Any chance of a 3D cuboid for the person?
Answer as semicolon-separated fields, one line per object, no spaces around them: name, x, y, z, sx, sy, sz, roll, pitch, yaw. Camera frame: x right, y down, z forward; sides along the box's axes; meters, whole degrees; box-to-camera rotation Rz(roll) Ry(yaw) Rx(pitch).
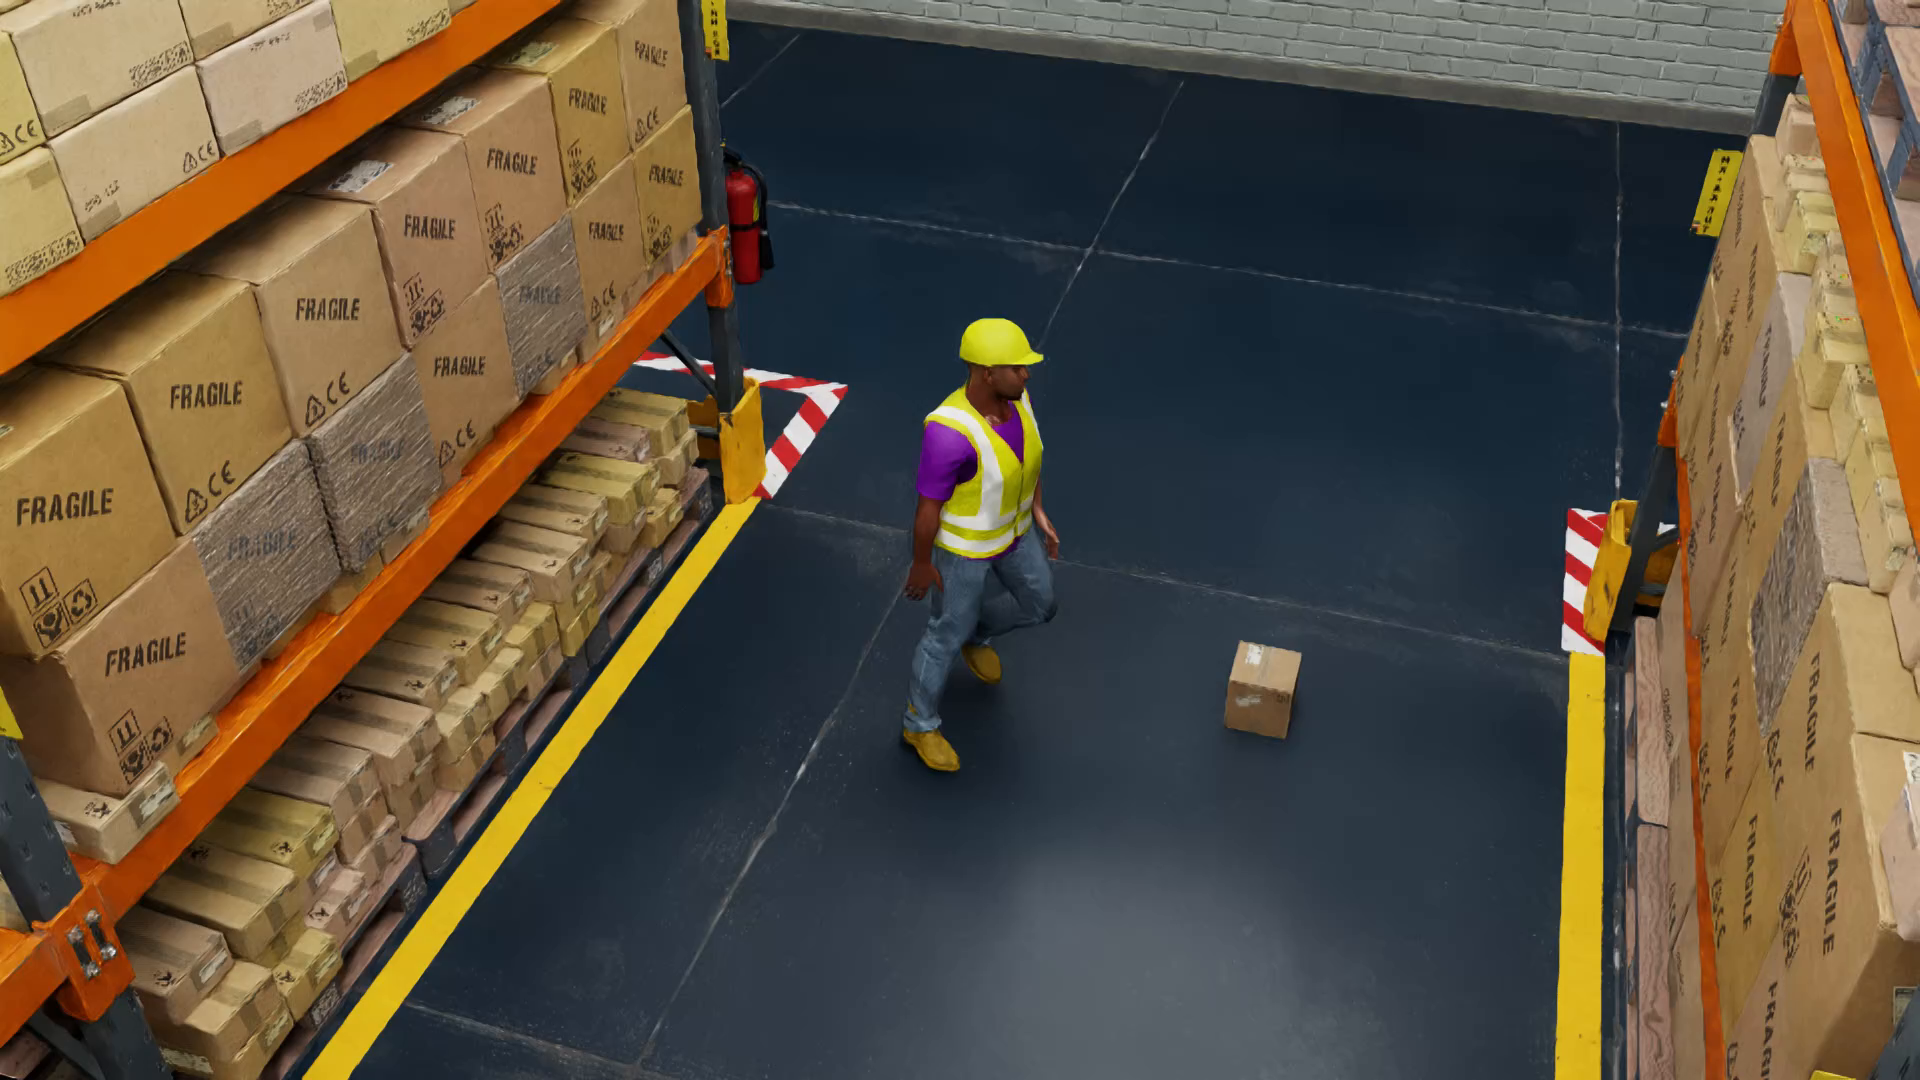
person;0.043;0.003;6.113;0.488;1.746;0.691;23;42;27
